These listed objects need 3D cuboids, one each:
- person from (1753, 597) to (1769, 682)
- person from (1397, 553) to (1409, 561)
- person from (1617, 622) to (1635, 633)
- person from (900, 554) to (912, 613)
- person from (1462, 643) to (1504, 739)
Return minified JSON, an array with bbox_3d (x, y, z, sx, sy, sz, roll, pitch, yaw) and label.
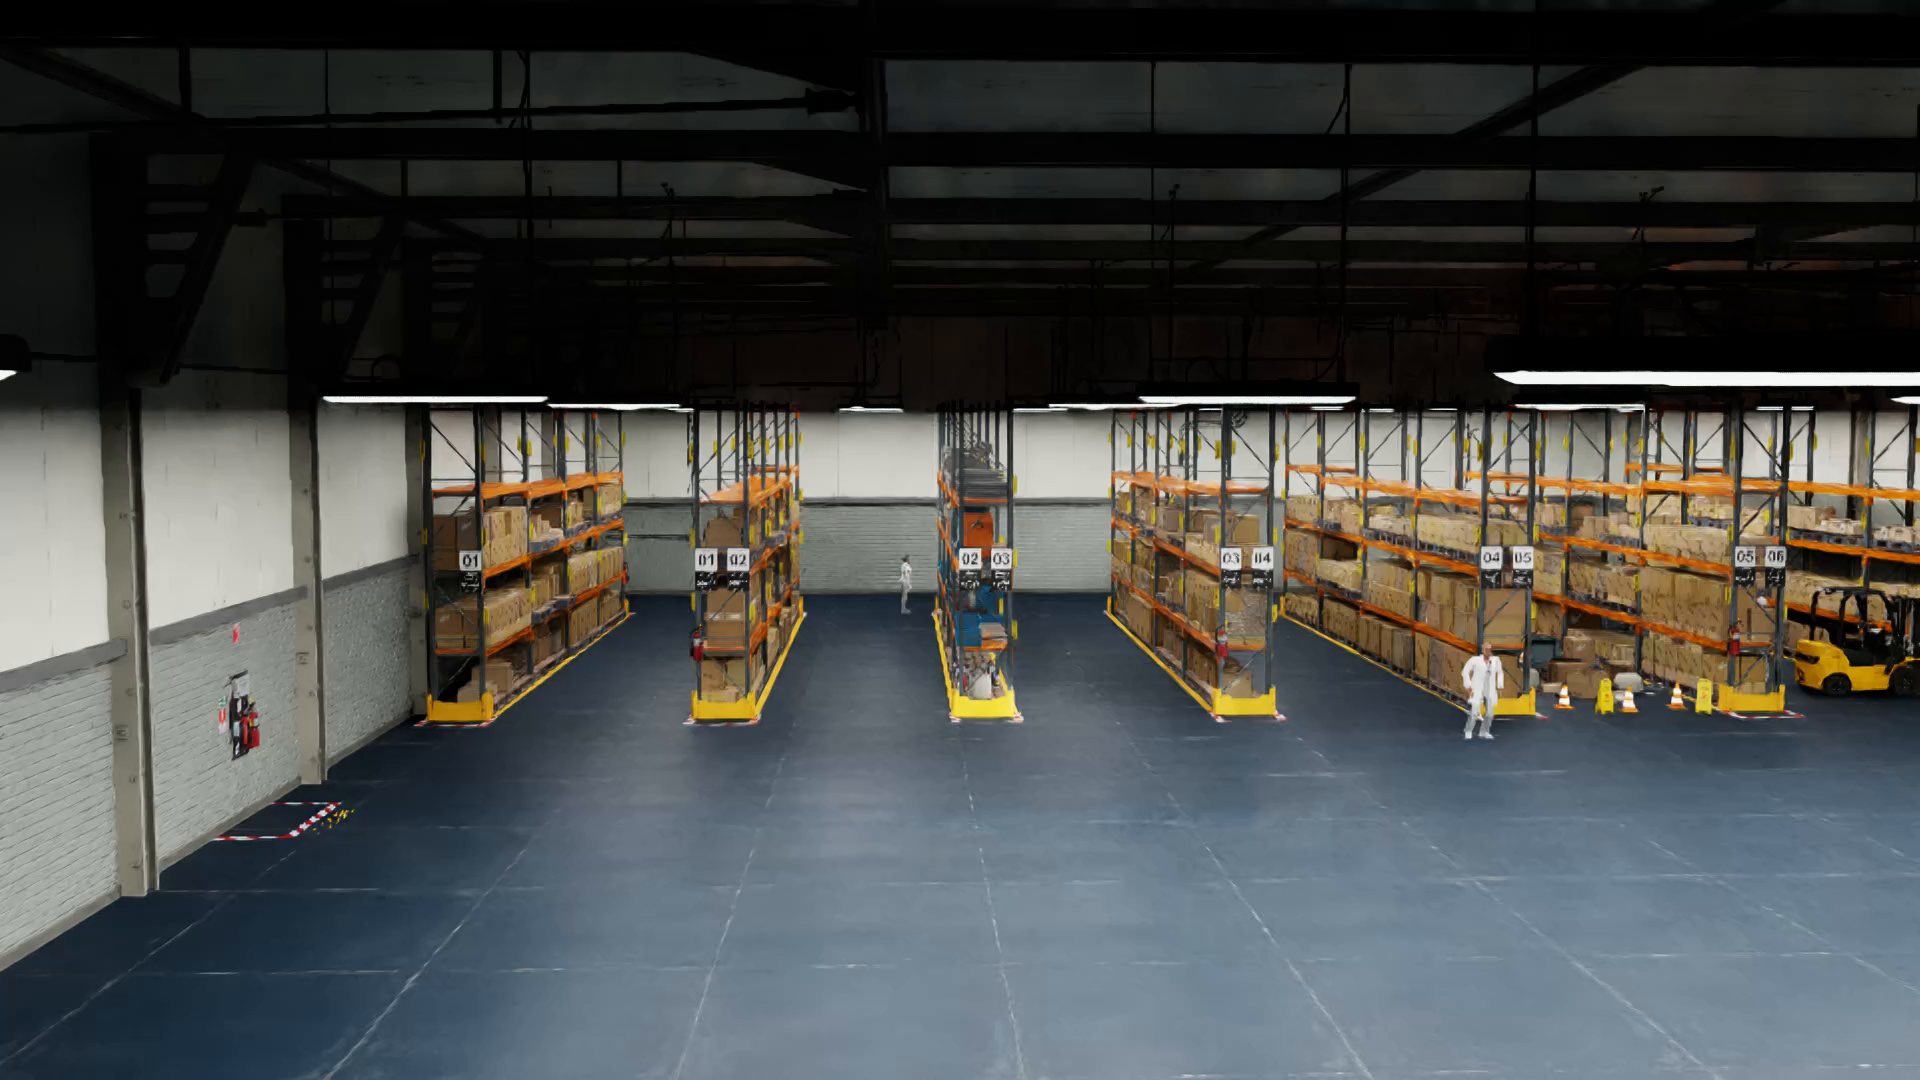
[{"bbox_3d":[17.076,2.114,35.597,0.498,1.779,0.614,2,5,28],"label":"person"},{"bbox_3d":[13.073,1.162,48.924,0.563,1.714,0.656,-3,5,-31],"label":"person"},{"bbox_3d":[17.528,1.579,43.542,0.557,1.650,0.588,2,5,21],"label":"person"},{"bbox_3d":[-1.555,1.236,47.872,0.368,1.679,0.584,-1,5,-19],"label":"person"},{"bbox_3d":[9.176,2.643,29.225,0.729,1.733,0.546,0,4,-3],"label":"person"}]
